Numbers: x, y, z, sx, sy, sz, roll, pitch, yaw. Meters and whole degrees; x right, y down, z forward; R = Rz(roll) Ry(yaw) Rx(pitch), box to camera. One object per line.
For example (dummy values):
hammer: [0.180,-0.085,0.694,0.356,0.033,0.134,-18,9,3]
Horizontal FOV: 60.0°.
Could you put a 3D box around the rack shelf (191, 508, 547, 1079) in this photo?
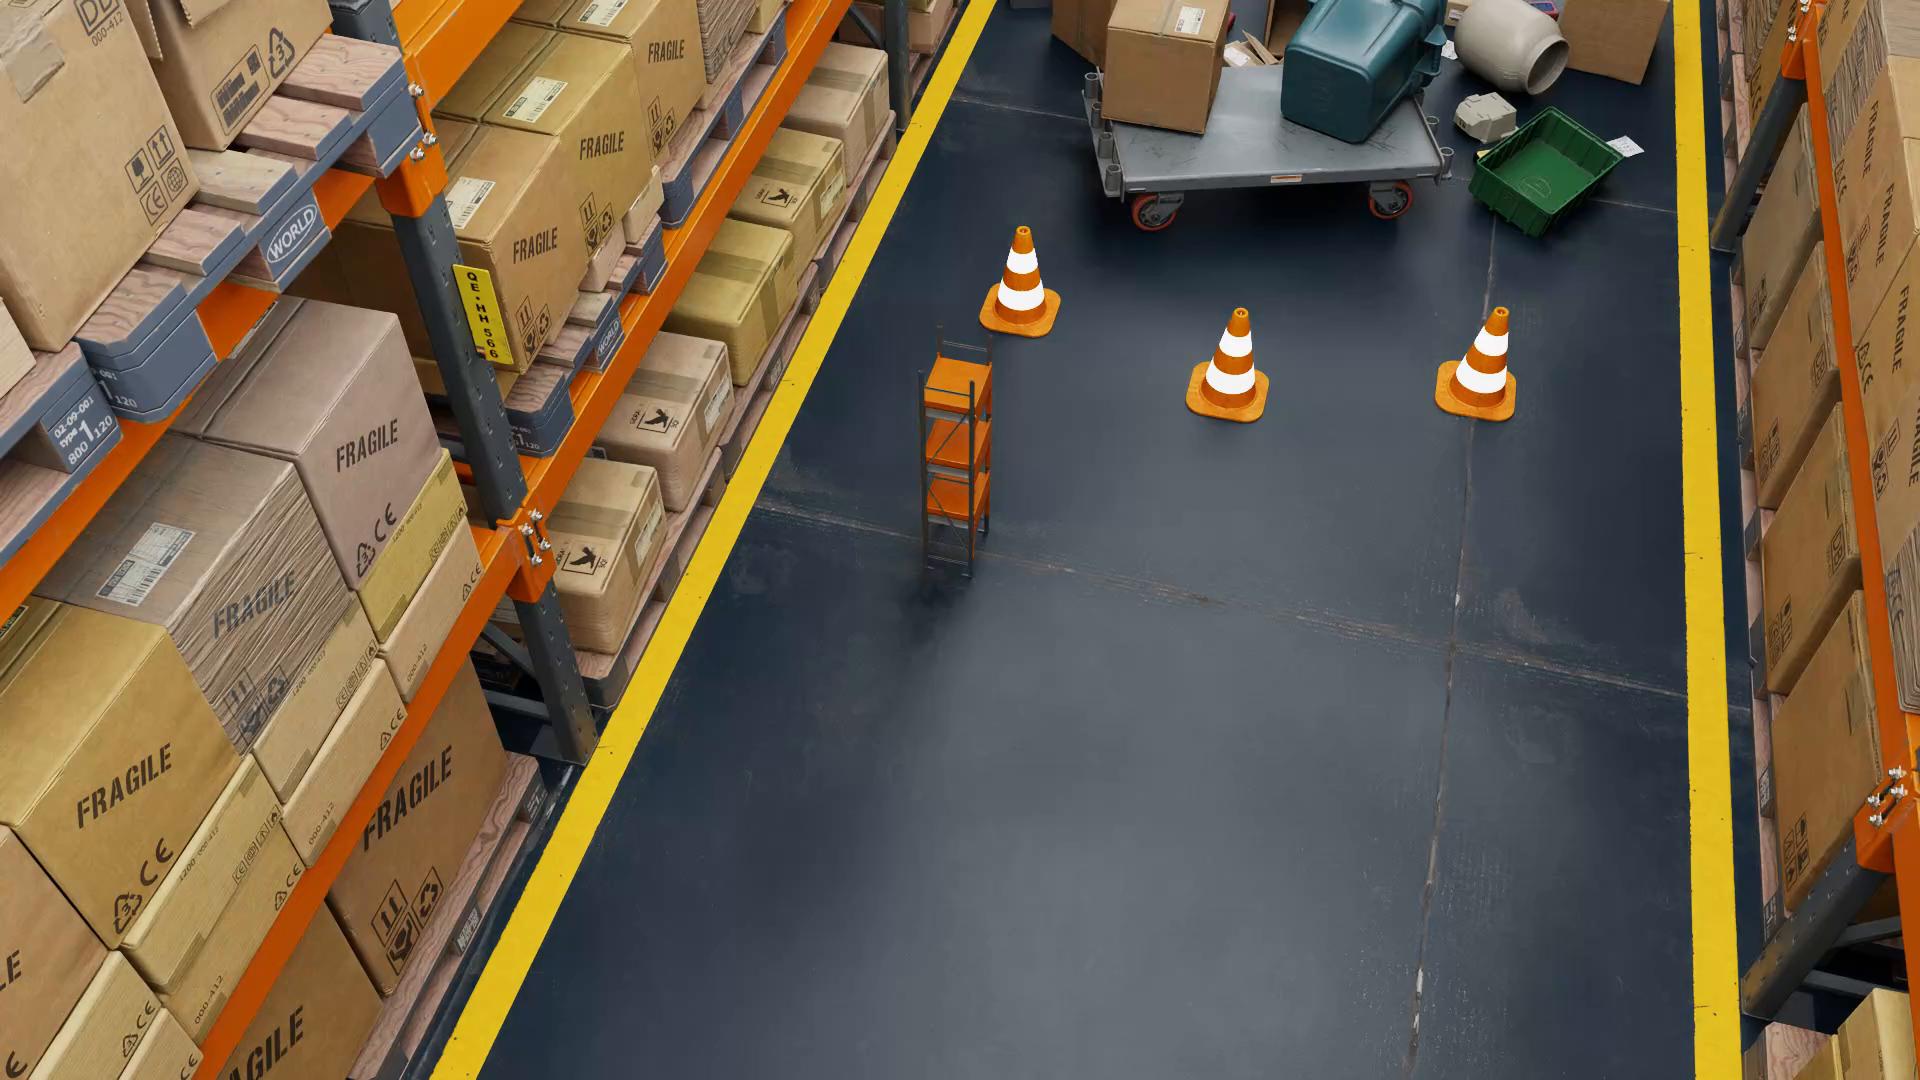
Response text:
rack shelf: [-2.329,1.365,3.943,1.077,0.370,4.000,12,50,10]

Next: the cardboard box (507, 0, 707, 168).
cardboard box: [-1.197,-1.634,5.565,0.500,0.500,0.500,12,50,11]

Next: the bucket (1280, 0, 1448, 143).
bucket: [1.864,-2.283,7.852,0.726,0.611,0.620,28,64,22]

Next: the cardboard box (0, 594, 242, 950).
cardboard box: [-1.951,0.472,3.518,0.500,0.500,0.500,12,50,10]

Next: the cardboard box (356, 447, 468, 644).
cardboard box: [-1.685,-0.035,4.466,0.500,0.250,0.500,11,50,10]

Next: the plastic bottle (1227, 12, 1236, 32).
plastic bottle: [1.399,-2.804,9.103,0.133,0.061,0.283,19,51,16]

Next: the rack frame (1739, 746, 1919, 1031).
rack frame: [2.999,0.584,4.153,1.000,3.000,0.127,12,50,10]

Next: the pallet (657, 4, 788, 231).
pallet: [-1.321,-1.696,6.293,1.003,0.211,1.213,12,50,10]

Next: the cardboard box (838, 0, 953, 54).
cardboard box: [-0.334,-2.816,8.707,0.500,0.250,0.500,10,49,8]

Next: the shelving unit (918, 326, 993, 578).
shelving unit: [-0.014,-0.309,6.241,0.215,1.050,0.252,12,50,10]

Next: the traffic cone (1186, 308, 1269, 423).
traffic cone: [1.163,-0.793,7.060,0.336,0.463,0.334,12,50,10]

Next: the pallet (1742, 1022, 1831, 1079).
pallet: [2.792,2.072,4.700,1.003,0.211,1.213,12,50,10]

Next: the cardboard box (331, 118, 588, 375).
cardboard box: [-1.461,-0.870,4.891,0.500,0.500,0.500,10,49,9]

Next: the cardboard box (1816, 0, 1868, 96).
cardboard box: [3.654,-2.015,6.380,0.500,0.500,0.500,12,50,10]

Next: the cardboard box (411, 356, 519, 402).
cardboard box: [-1.538,-0.574,5.062,0.380,0.149,0.250,9,49,8]

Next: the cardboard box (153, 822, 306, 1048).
cardboard box: [-1.953,0.880,3.991,0.500,0.250,0.500,11,50,10]

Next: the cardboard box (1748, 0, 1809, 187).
cardboard box: [4.285,-2.186,7.735,0.875,0.875,0.875,12,50,11]

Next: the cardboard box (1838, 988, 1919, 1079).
cardboard box: [2.584,1.475,4.253,0.500,0.250,0.500,10,49,8]

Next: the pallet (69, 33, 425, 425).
pallet: [-1.921,-0.774,3.476,1.213,0.211,1.003,14,50,12]

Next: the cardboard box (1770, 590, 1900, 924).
cardboard box: [3.247,0.767,5.212,1.050,0.750,0.750,11,49,10]

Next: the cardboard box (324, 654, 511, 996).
cardboard box: [-2.065,0.727,5.163,0.875,0.875,0.875,11,50,10]

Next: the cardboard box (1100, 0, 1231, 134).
cardboard box: [0.975,-2.307,7.866,0.500,0.500,0.500,12,50,10]

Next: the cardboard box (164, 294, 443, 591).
cardboard box: [-1.686,-0.258,4.163,0.500,0.500,0.500,10,49,9]

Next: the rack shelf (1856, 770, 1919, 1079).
rack shelf: [2.473,2.269,3.146,1.077,0.370,4.000,12,50,10]

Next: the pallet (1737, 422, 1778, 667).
pallet: [3.603,0.072,6.465,1.003,0.211,1.213,12,50,10]

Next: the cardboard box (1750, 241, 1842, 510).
cardboard box: [3.718,-0.540,6.365,1.050,0.750,0.750,12,50,10]

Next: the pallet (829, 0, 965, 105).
pallet: [-0.607,-2.783,8.984,1.003,0.211,1.213,12,50,10]

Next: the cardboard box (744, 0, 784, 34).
cardboard box: [-0.901,-2.107,6.415,0.380,0.149,0.250,12,50,10]

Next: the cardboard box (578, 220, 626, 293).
cardboard box: [-1.314,-0.961,5.404,0.380,0.149,0.250,9,49,8]

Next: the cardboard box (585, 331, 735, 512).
cardboard box: [-1.458,-0.531,6.610,0.950,0.372,0.625,11,49,9]

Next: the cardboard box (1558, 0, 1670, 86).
cardboard box: [3.471,-2.808,8.812,0.500,0.500,0.500,19,51,16]

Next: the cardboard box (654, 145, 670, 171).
cardboard box: [-1.234,-1.345,5.743,0.380,0.149,0.250,14,50,12]

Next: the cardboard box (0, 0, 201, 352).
cardboard box: [-1.880,-0.731,2.966,0.700,0.500,0.500,9,49,8]

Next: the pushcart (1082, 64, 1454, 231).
pushcart: [1.463,-1.932,8.122,1.648,0.377,0.936,-4,49,-3]

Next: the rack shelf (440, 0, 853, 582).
rack shelf: [-1.276,-1.528,6.497,1.077,0.370,4.000,12,50,10]

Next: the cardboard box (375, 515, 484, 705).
cardboard box: [-1.685,0.147,4.639,0.500,0.250,0.500,10,49,9]

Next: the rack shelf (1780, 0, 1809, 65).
rack shelf: [4.579,-3.518,8.253,1.077,0.370,4.000,12,50,10]

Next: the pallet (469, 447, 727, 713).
pallet: [-1.596,0.038,6.495,1.003,0.211,1.213,12,50,10]

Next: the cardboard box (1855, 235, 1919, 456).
cardboard box: [3.123,-0.550,5.087,0.500,0.500,0.500,11,49,9]

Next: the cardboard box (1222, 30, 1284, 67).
cardboard box: [1.535,-2.474,8.675,0.258,0.266,0.396,-19,51,-16]

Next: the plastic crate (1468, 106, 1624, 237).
plastic crate: [2.834,-1.782,8.078,0.662,0.188,0.450,-37,68,-28]

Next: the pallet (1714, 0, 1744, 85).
pallet: [4.647,-2.807,9.005,1.003,0.211,1.213,12,50,10]

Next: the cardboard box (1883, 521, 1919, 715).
cardboard box: [2.859,0.172,4.450,0.500,0.500,0.500,12,50,10]

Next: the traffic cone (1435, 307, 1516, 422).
traffic cone: [2.243,-0.798,7.064,0.336,0.463,0.334,12,50,10]

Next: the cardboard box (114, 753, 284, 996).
cardboard box: [-1.931,0.711,3.808,0.500,0.250,0.500,10,49,9]

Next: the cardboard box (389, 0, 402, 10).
cardboard box: [-1.556,-1.424,4.092,0.380,0.149,0.250,12,50,10]

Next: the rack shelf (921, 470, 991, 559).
rack shelf: [-0.014,-0.118,6.457,0.215,0.259,0.240,12,50,10]

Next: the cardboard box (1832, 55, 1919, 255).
cardboard box: [3.388,-1.289,5.739,0.500,0.500,0.500,11,50,10]

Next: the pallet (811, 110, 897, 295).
pallet: [-0.953,-1.727,8.052,1.003,0.211,1.213,12,50,10]

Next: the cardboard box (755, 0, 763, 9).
cardboard box: [-0.921,-2.373,6.218,0.500,0.500,0.500,13,50,11]

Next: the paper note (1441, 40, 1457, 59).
paper note: [2.644,-2.668,9.008,0.172,0.023,0.155,28,54,22]

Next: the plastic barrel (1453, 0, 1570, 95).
plastic barrel: [2.871,-2.580,8.664,0.421,0.421,0.512,-27,54,-22]

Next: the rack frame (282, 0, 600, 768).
rack frame: [-1.803,-0.320,4.951,1.000,3.000,0.127,12,50,10]

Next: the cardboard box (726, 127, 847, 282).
cardboard box: [-1.071,-1.582,7.537,0.950,0.372,0.625,14,50,12]

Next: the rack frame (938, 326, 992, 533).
rack frame: [0.018,-0.397,6.319,0.200,1.050,0.008,12,50,10]
